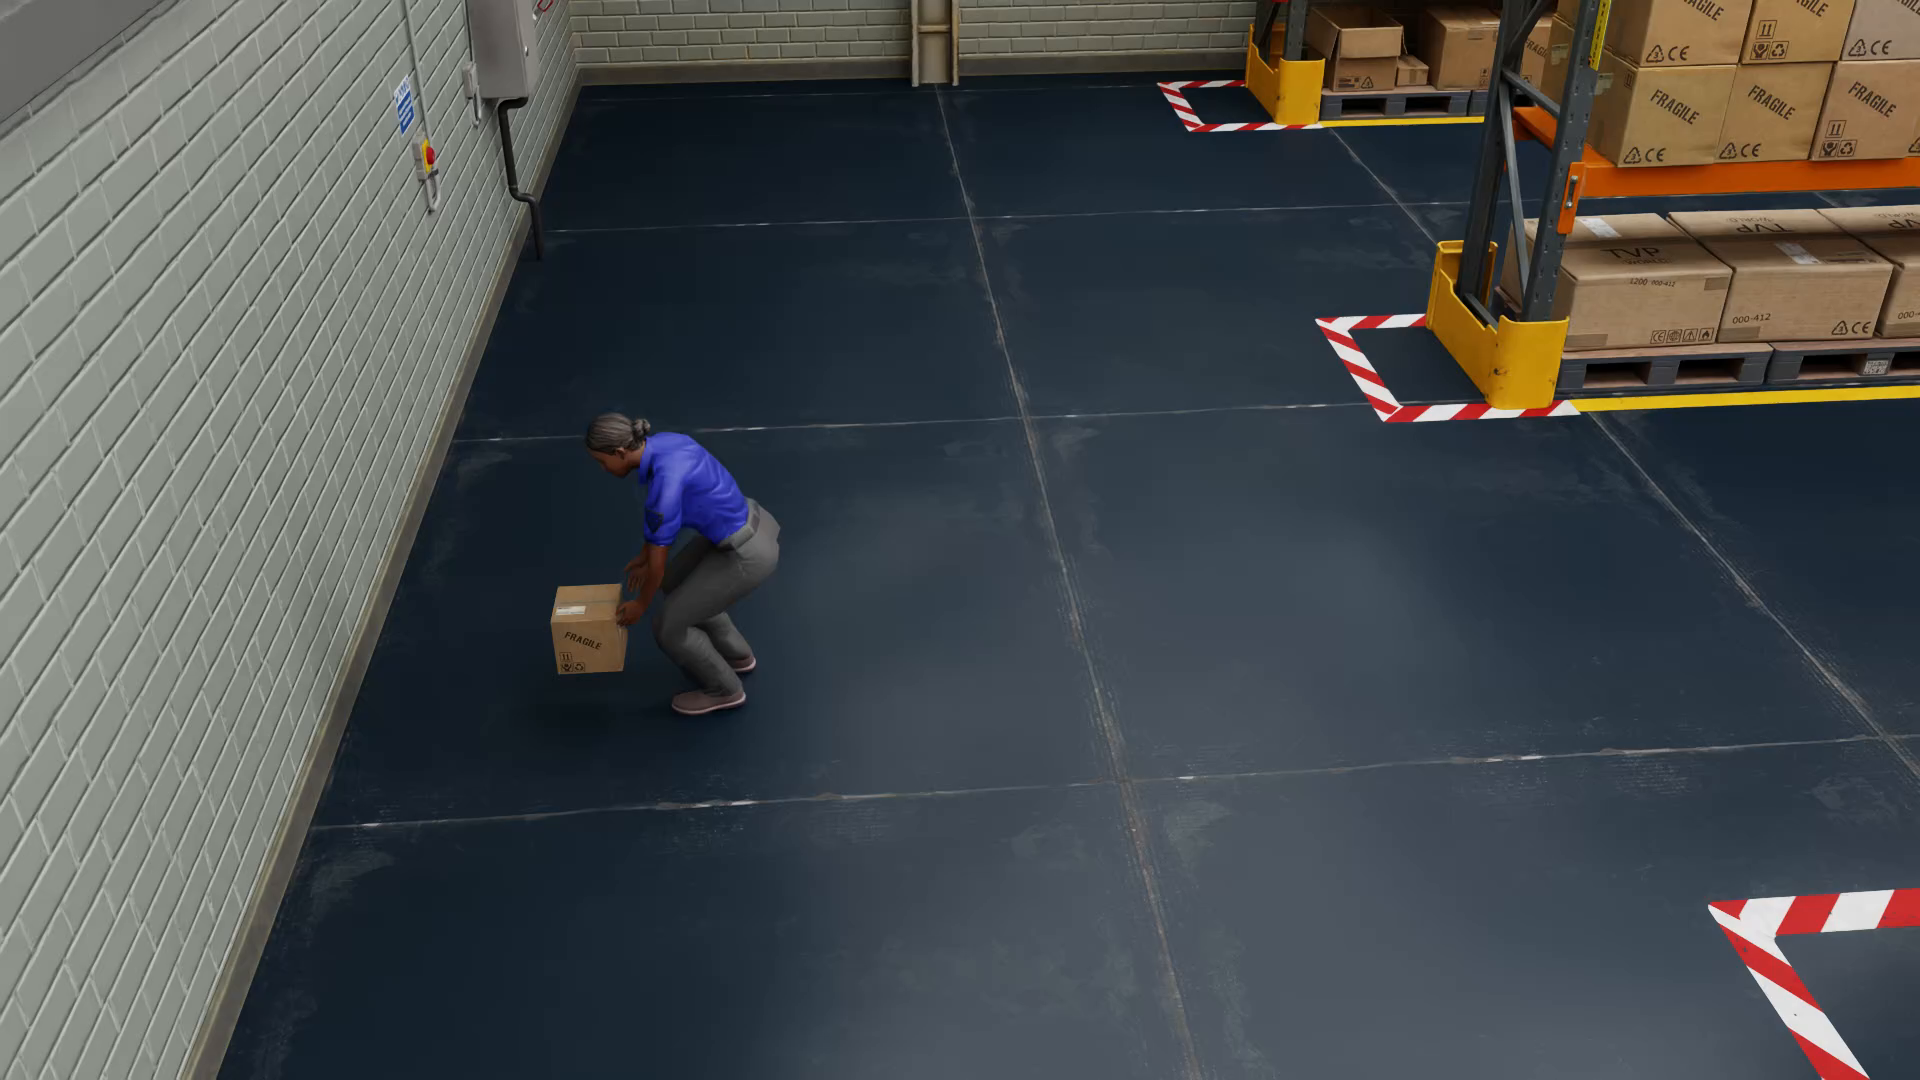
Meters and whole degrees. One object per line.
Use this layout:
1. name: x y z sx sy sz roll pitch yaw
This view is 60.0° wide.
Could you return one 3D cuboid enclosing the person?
1. person: -1.028 0.078 6.383 0.682 1.280 0.498 -3 31 -4
